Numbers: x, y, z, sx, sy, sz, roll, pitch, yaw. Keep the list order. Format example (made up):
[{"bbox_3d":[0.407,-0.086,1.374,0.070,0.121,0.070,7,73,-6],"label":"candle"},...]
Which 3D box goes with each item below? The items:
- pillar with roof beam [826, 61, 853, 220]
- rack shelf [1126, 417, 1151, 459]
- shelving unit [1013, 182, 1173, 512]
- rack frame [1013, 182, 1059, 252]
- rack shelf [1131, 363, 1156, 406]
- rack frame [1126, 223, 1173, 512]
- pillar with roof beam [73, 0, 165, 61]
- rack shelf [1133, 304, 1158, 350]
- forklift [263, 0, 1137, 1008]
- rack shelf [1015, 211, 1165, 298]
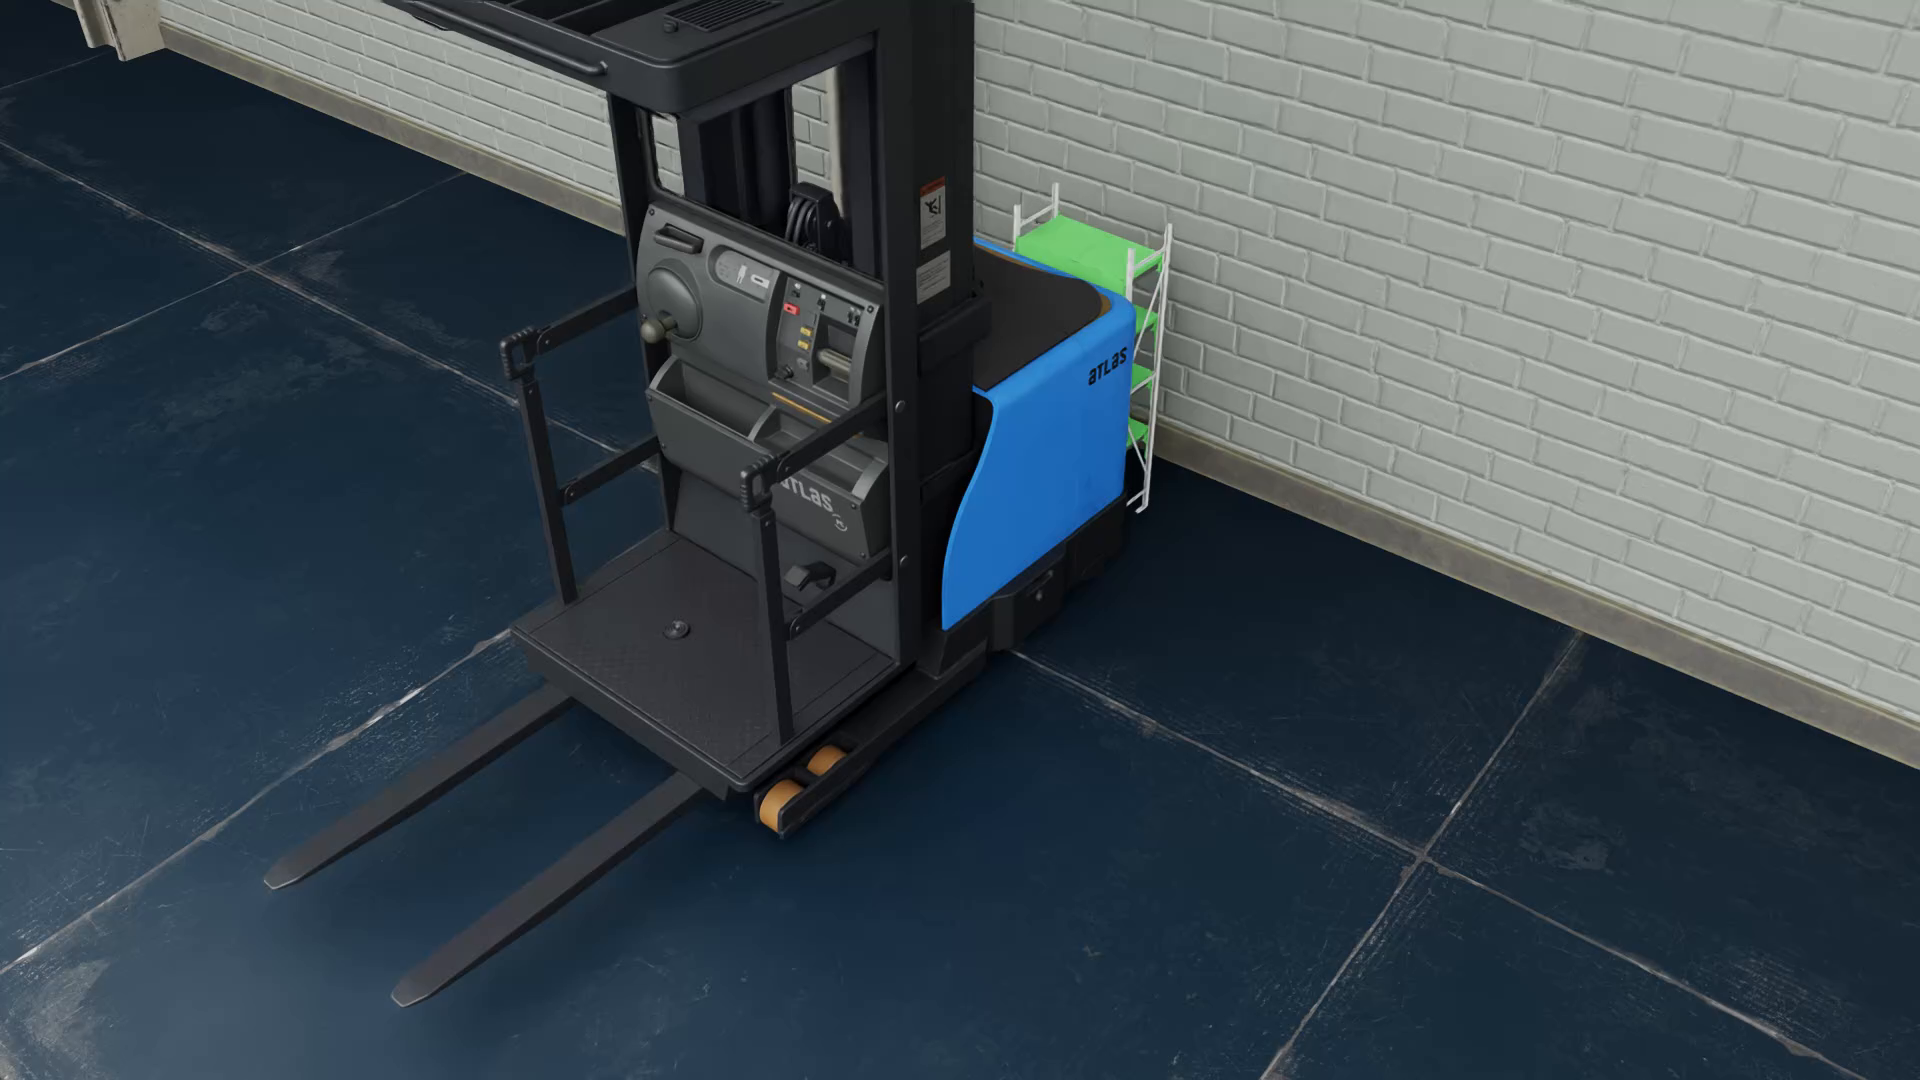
[{"bbox_3d":[-2.883,-2.181,1.736,0.400,9.000,9.100,25,45,29],"label":"pillar with roof beam"},{"bbox_3d":[0.456,-0.408,6.291,0.480,0.148,0.258,27,46,31],"label":"rack shelf"},{"bbox_3d":[0.457,-0.648,6.104,0.503,1.200,0.258,27,46,31],"label":"shelving unit"},{"bbox_3d":[0.270,-0.745,6.228,0.015,1.200,0.240,27,46,31],"label":"rack frame"},{"bbox_3d":[0.457,-0.597,6.143,0.480,0.148,0.258,27,46,31],"label":"rack shelf"},{"bbox_3d":[0.643,-0.551,5.980,0.015,1.200,0.240,27,46,31],"label":"rack frame"},{"bbox_3d":[-7.648,-4.428,4.606,0.400,9.000,9.100,25,45,29],"label":"pillar with roof beam"},{"bbox_3d":[0.457,-0.786,5.995,0.480,0.148,0.258,27,46,31],"label":"rack shelf"},{"bbox_3d":[-0.730,-0.605,4.645,1.130,2.935,3.031,27,46,31],"label":"forklift"},{"bbox_3d":[0.457,-0.976,5.847,0.480,0.148,0.258,27,46,31],"label":"rack shelf"}]
